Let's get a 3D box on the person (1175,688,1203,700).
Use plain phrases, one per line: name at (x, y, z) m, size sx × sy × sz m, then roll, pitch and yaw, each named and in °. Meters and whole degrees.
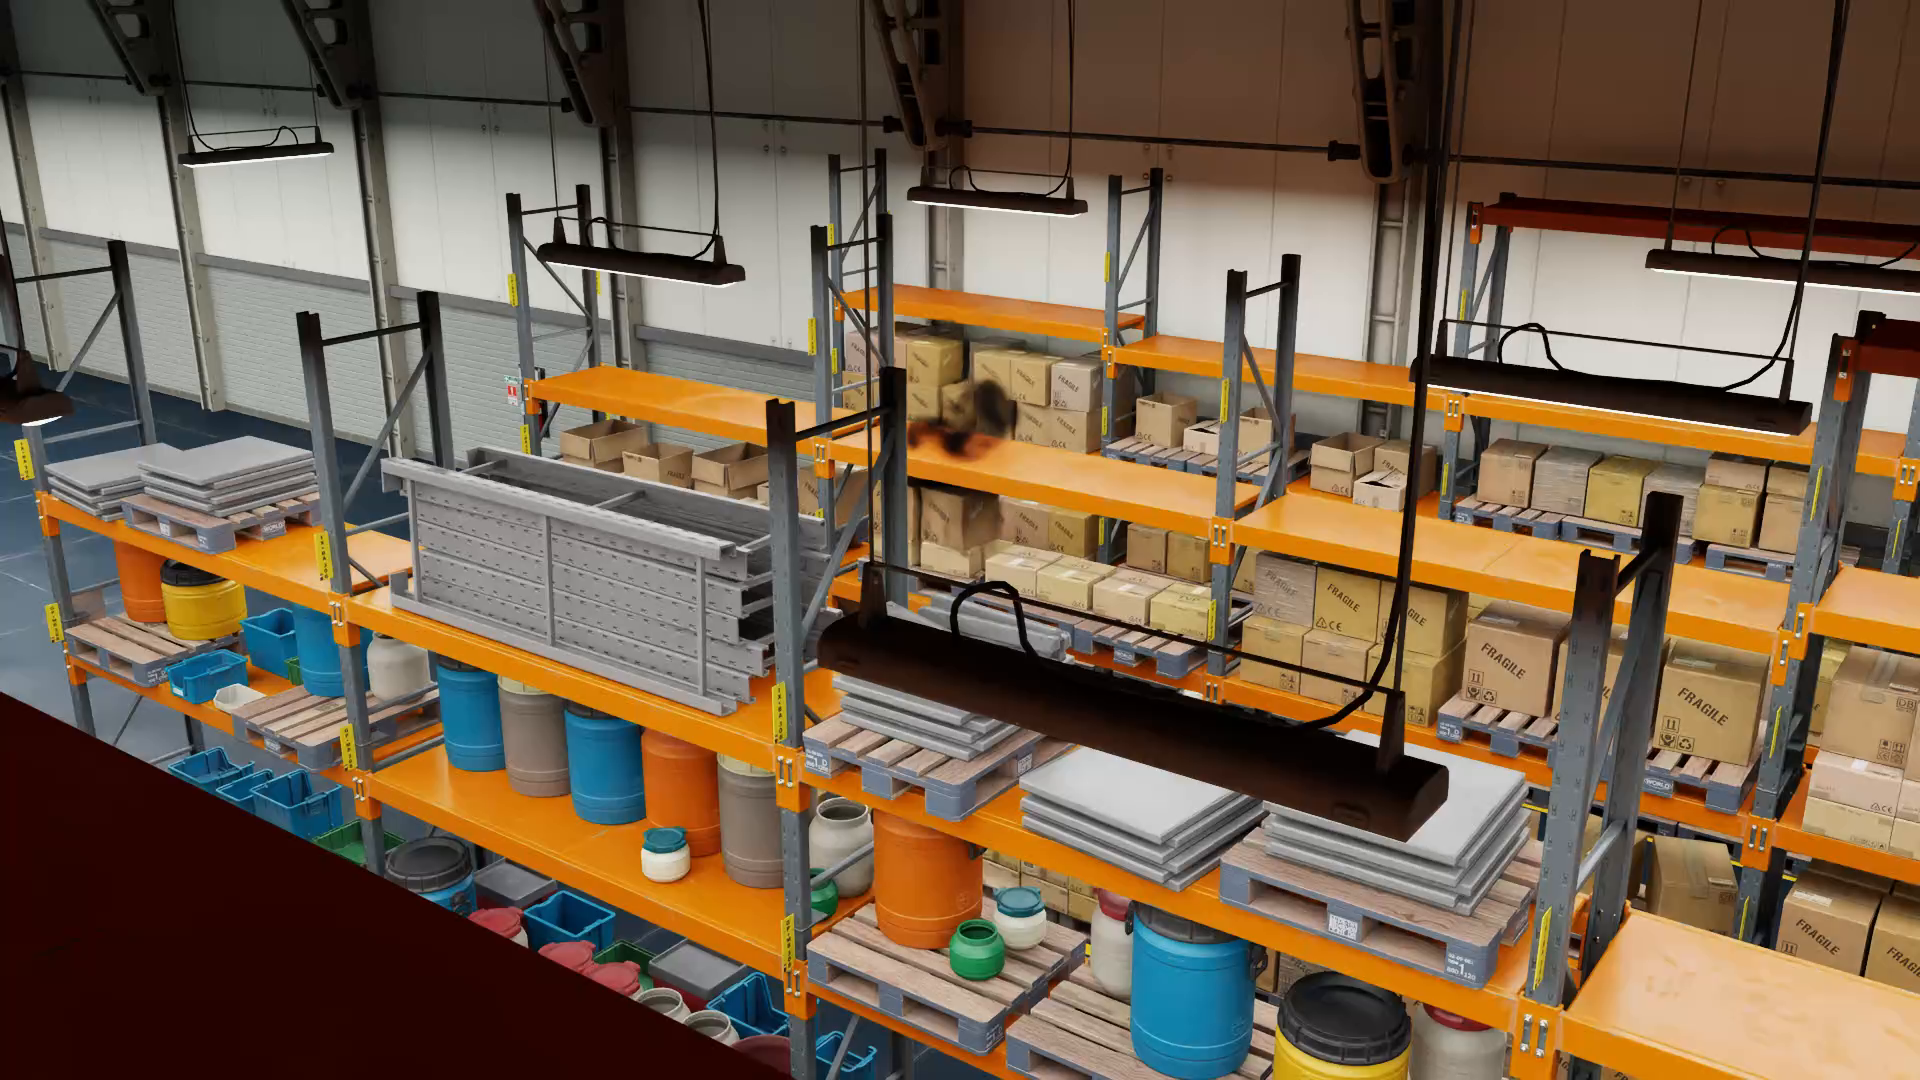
person at (2.208, 1.860, 16.098) m, size 0.505 × 1.652 × 0.583 m, roll 12°, pitch 22°, yaw 31°
